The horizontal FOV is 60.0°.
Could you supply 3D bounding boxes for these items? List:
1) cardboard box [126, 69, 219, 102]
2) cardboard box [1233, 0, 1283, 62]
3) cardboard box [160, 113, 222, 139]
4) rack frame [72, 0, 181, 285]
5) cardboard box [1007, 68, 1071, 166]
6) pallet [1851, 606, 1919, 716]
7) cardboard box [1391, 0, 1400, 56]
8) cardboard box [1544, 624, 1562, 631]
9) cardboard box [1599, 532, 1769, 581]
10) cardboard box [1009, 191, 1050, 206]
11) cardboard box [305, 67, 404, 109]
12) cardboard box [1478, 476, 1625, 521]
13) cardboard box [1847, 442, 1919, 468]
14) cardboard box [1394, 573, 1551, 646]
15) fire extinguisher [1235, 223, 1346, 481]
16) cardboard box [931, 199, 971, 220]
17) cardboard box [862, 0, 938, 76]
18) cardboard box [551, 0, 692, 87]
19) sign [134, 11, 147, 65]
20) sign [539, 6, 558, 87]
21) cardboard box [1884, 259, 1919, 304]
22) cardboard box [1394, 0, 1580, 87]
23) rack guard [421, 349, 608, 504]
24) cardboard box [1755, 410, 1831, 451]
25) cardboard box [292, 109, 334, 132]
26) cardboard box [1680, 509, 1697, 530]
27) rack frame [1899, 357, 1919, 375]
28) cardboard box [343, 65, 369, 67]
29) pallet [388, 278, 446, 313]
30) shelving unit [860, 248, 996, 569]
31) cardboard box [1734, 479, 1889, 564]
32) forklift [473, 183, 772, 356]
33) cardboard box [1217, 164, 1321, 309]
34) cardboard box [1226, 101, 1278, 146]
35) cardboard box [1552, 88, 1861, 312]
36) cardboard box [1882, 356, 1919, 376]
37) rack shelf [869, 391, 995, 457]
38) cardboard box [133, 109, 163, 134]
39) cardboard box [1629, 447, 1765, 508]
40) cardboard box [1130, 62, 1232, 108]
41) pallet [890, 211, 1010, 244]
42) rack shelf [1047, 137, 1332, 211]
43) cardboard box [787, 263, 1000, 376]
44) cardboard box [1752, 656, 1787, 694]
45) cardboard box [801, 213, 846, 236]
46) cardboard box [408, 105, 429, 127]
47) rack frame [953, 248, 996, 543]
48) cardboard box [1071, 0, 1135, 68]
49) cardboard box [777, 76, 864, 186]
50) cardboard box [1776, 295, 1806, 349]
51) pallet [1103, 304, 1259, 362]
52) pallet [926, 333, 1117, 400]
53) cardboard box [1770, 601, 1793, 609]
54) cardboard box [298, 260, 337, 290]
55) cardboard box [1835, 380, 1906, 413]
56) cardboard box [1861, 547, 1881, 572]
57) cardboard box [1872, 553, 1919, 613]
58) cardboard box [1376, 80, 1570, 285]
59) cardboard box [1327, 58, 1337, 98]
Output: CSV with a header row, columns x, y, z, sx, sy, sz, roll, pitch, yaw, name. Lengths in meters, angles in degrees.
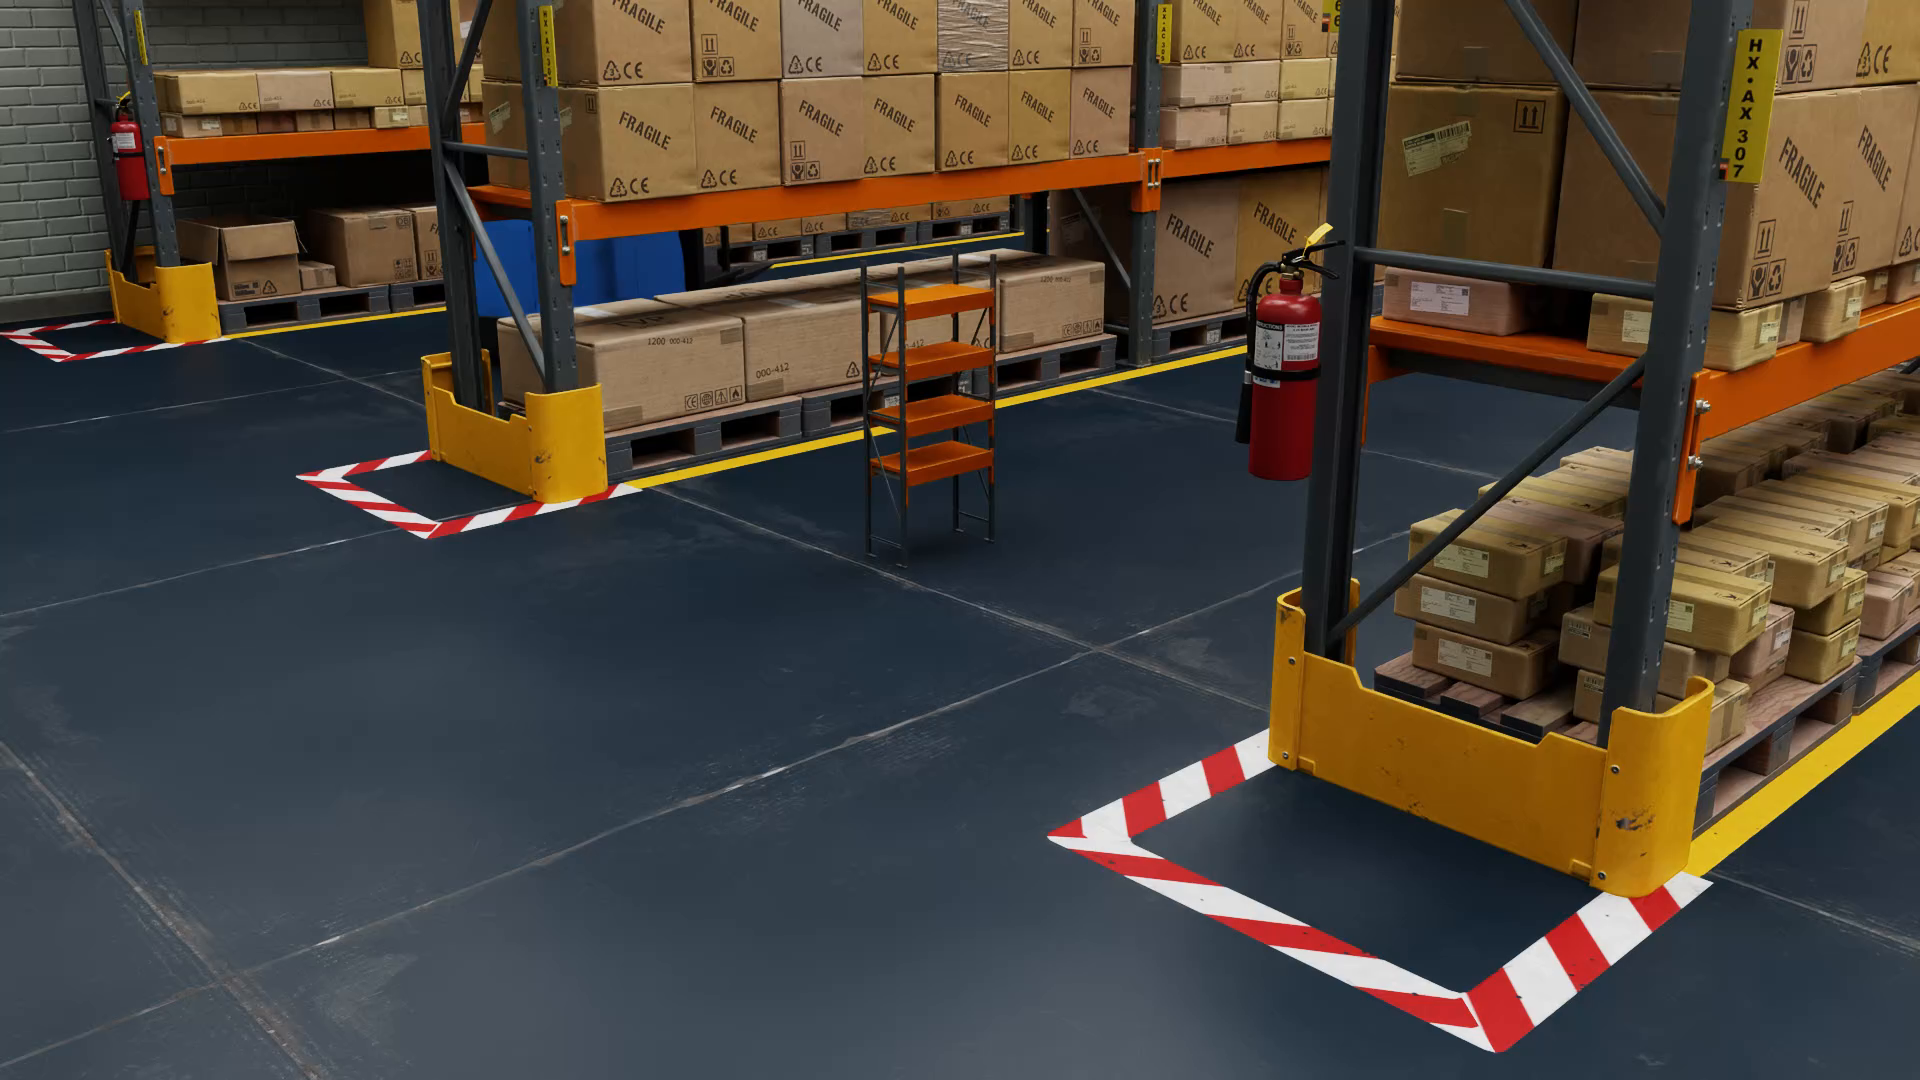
x,y,z,sx,sy,sz,roll,pitch,yaw,name
-5.371,-3.092,11.418,0.500,0.250,0.500,-15,23,-39,cardboard box
1.665,-3.267,10.414,0.500,0.500,0.500,-16,24,-41,cardboard box
-5.095,-2.753,11.021,0.250,0.149,0.380,-16,24,-41,cardboard box
-5.523,-2.865,10.957,0.127,3.000,1.000,-16,24,-41,rack frame
0.265,-2.383,9.308,0.500,0.500,0.500,-17,25,-42,cardboard box
2.921,0.224,5.953,1.213,0.211,1.003,-16,24,-41,pallet
2.775,-3.589,11.408,0.500,0.500,0.500,-16,24,-41,cardboard box
1.721,0.256,5.274,0.250,0.149,0.380,-15,23,-39,cardboard box
2.097,0.088,4.827,0.250,0.149,0.380,-16,24,-40,cardboard box
0.753,-3.759,16.885,0.625,0.625,0.875,-15,23,-39,cardboard box
-4.276,-3.186,11.708,0.500,0.250,0.500,-17,24,-42,cardboard box
1.898,-0.085,5.359,0.250,0.149,0.380,-17,25,-42,cardboard box
3.294,-0.213,5.755,0.380,0.149,0.250,17,24,42,cardboard box
1.552,0.174,5.044,0.250,0.149,0.380,-17,25,-42,cardboard box
0.865,-0.501,4.397,0.183,0.674,0.296,-16,24,-41,fire extinguisher
-0.240,-3.329,15.761,0.500,0.500,0.500,-17,24,-42,cardboard box
-0.464,-2.642,8.487,0.500,0.500,0.500,-16,24,-41,cardboard box
-1.565,-2.314,7.476,0.500,0.500,0.500,-17,25,-42,cardboard box
-5.150,-3.155,10.449,0.005,0.325,0.100,-16,24,-41,sign
-1.733,-2.077,6.995,0.005,0.325,0.100,-16,24,-41,sign
2.721,-0.833,5.097,0.250,0.149,0.380,-17,24,-42,cardboard box
1.526,-1.483,4.429,0.500,0.500,0.500,-17,24,-42,cardboard box
-2.127,-0.559,7.898,0.348,0.500,1.175,-16,24,-41,rack guard
3.073,-0.407,6.354,0.250,0.149,0.380,-16,24,-40,cardboard box
-4.549,-2.921,11.538,0.250,0.149,0.380,-15,23,-39,cardboard box
2.296,-0.049,5.733,0.250,0.149,0.380,-16,24,-40,cardboard box
4.271,-1.513,6.787,0.127,3.000,1.000,-16,24,-41,rack frame
-4.252,-3.416,12.416,0.500,0.250,0.500,-16,24,-41,cardboard box
-4.002,-1.981,12.752,1.213,0.211,1.003,-16,24,-41,pallet
-0.120,-0.536,6.691,0.503,1.200,0.258,-16,24,-41,shelving unit
2.699,-0.065,5.297,0.250,0.149,0.380,-15,23,-39,cardboard box
-2.176,-2.891,11.149,1.130,2.935,3.031,5,19,15,forklift
1.843,-2.132,11.462,0.875,0.875,0.875,-15,23,-39,cardboard box
1.673,-2.674,10.610,0.500,0.250,0.500,-17,25,-42,cardboard box
1.881,-0.888,4.214,0.500,0.500,0.500,-15,23,-38,cardboard box
4.636,-0.737,7.766,0.500,0.500,0.500,-17,24,-42,cardboard box
-0.120,-0.472,6.712,0.480,0.148,0.258,-16,24,-41,rack shelf
-5.466,-2.876,11.398,0.250,0.149,0.380,-17,24,-41,cardboard box
2.555,-0.226,5.794,0.380,0.149,0.250,17,25,42,cardboard box
1.310,-2.797,10.181,0.500,0.250,0.500,17,25,42,cardboard box
-0.278,-3.084,16.154,1.213,0.211,1.003,-16,24,-41,pallet
2.250,-2.682,11.561,4.000,0.370,1.077,-16,24,-41,rack shelf
-0.383,-1.283,9.552,0.875,0.438,0.875,17,25,42,cardboard box
2.275,0.324,5.064,0.250,0.149,0.380,-16,24,-40,cardboard box
-1.364,-2.995,14.731,0.500,0.500,0.500,17,25,42,cardboard box
-3.948,-3.076,12.015,0.250,0.149,0.380,-16,24,-40,cardboard box
0.057,-0.587,6.851,0.015,1.200,0.240,-16,24,-41,rack frame
0.644,-2.962,9.474,0.500,0.500,0.500,-17,24,-41,cardboard box
-0.833,-2.055,8.298,0.500,0.500,0.500,-16,24,-41,cardboard box
1.982,-0.604,4.392,0.250,0.149,0.380,-15,23,-39,cardboard box
1.306,-1.455,11.129,1.213,0.211,1.003,-16,24,-41,pallet
0.191,-1.131,10.130,1.213,0.211,1.003,-16,24,-41,pallet
2.277,0.179,5.028,0.250,0.149,0.380,-16,24,-40,cardboard box
-4.678,-1.898,11.917,0.380,0.149,0.250,17,24,42,cardboard box
3.638,-0.568,6.850,0.250,0.149,0.380,-15,23,-38,cardboard box
2.834,0.005,5.566,0.250,0.149,0.380,-15,23,-38,cardboard box
3.080,0.121,5.690,0.250,0.149,0.380,-16,24,-41,cardboard box
1.514,-1.007,4.584,0.500,0.500,0.500,-16,24,-40,cardboard box
2.421,-3.123,11.185,0.500,0.250,0.500,17,25,42,cardboard box
